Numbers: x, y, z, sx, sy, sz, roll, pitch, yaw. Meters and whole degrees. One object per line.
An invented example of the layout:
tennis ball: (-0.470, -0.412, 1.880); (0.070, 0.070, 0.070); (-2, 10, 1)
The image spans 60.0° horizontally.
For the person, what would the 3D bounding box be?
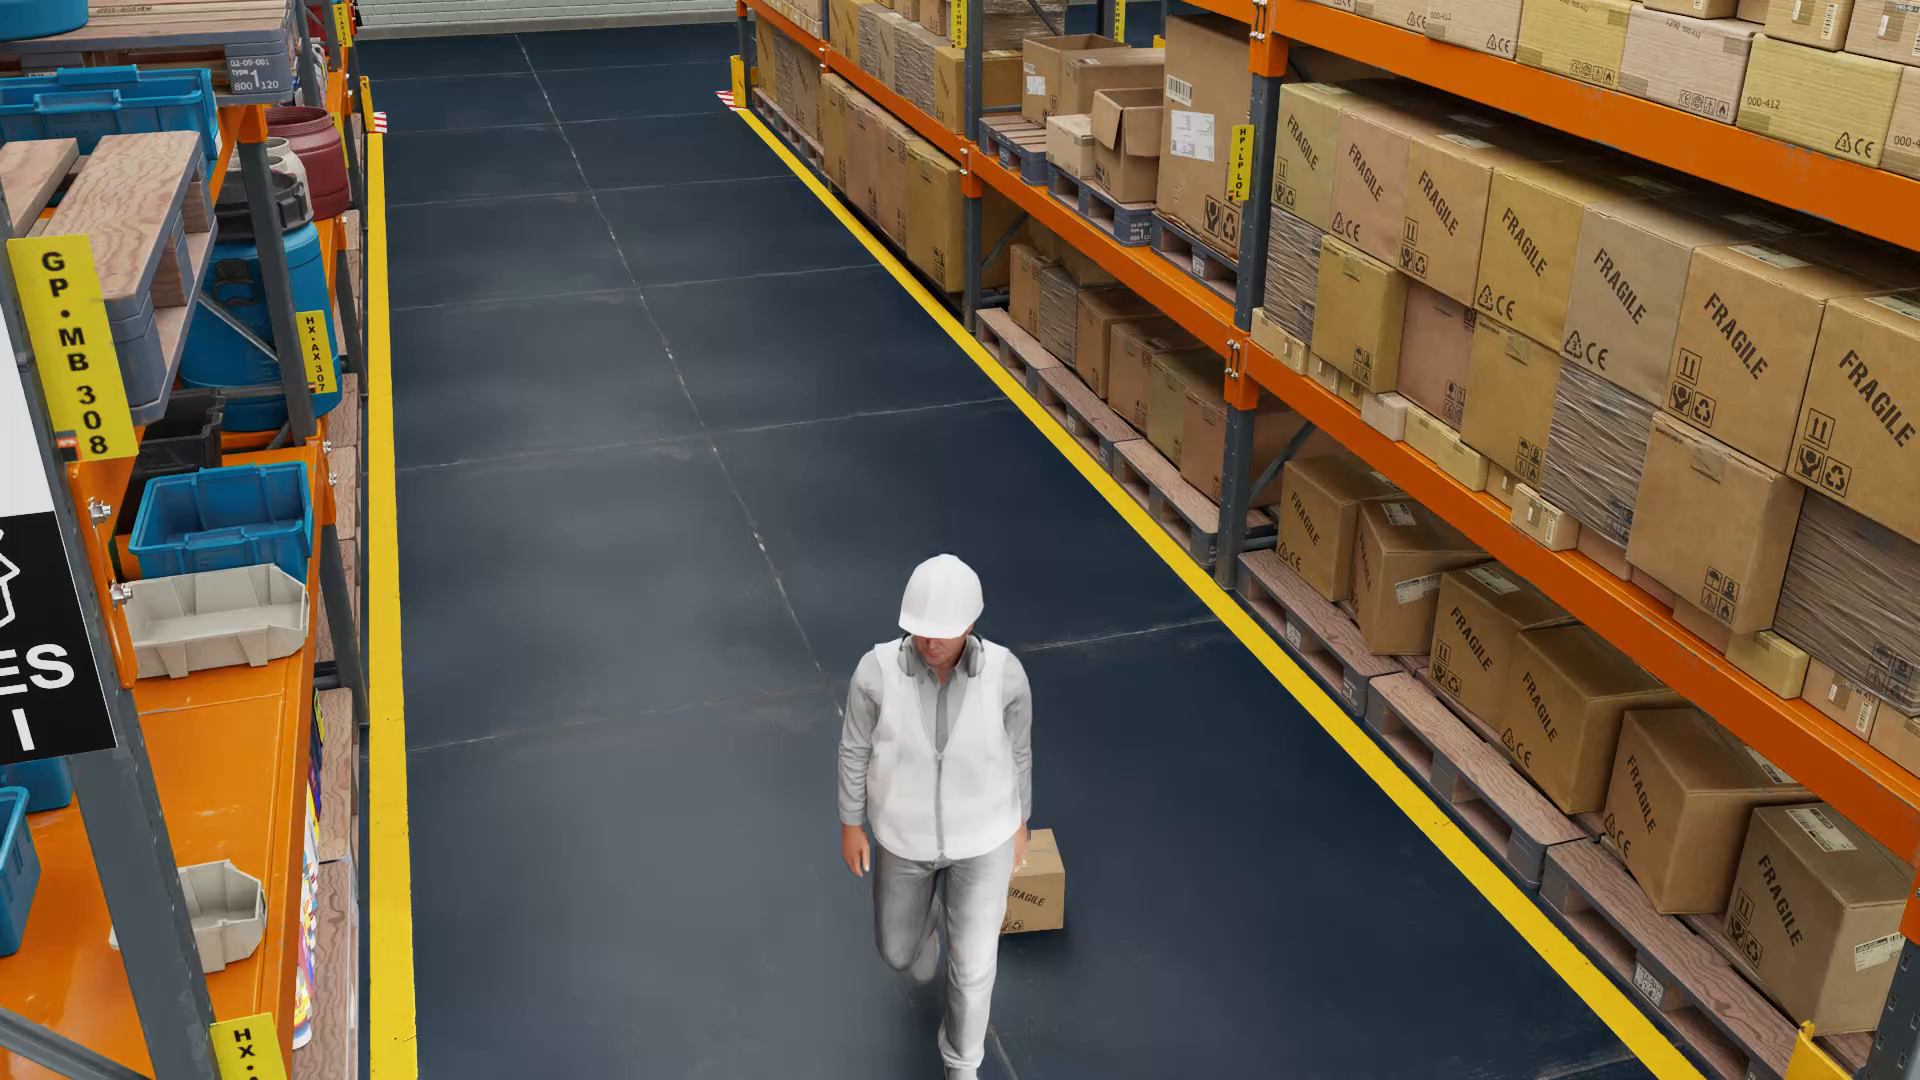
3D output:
person: (-0.072, 0.811, 4.911); (0.567, 1.746, 0.786); (1, 26, 1)
